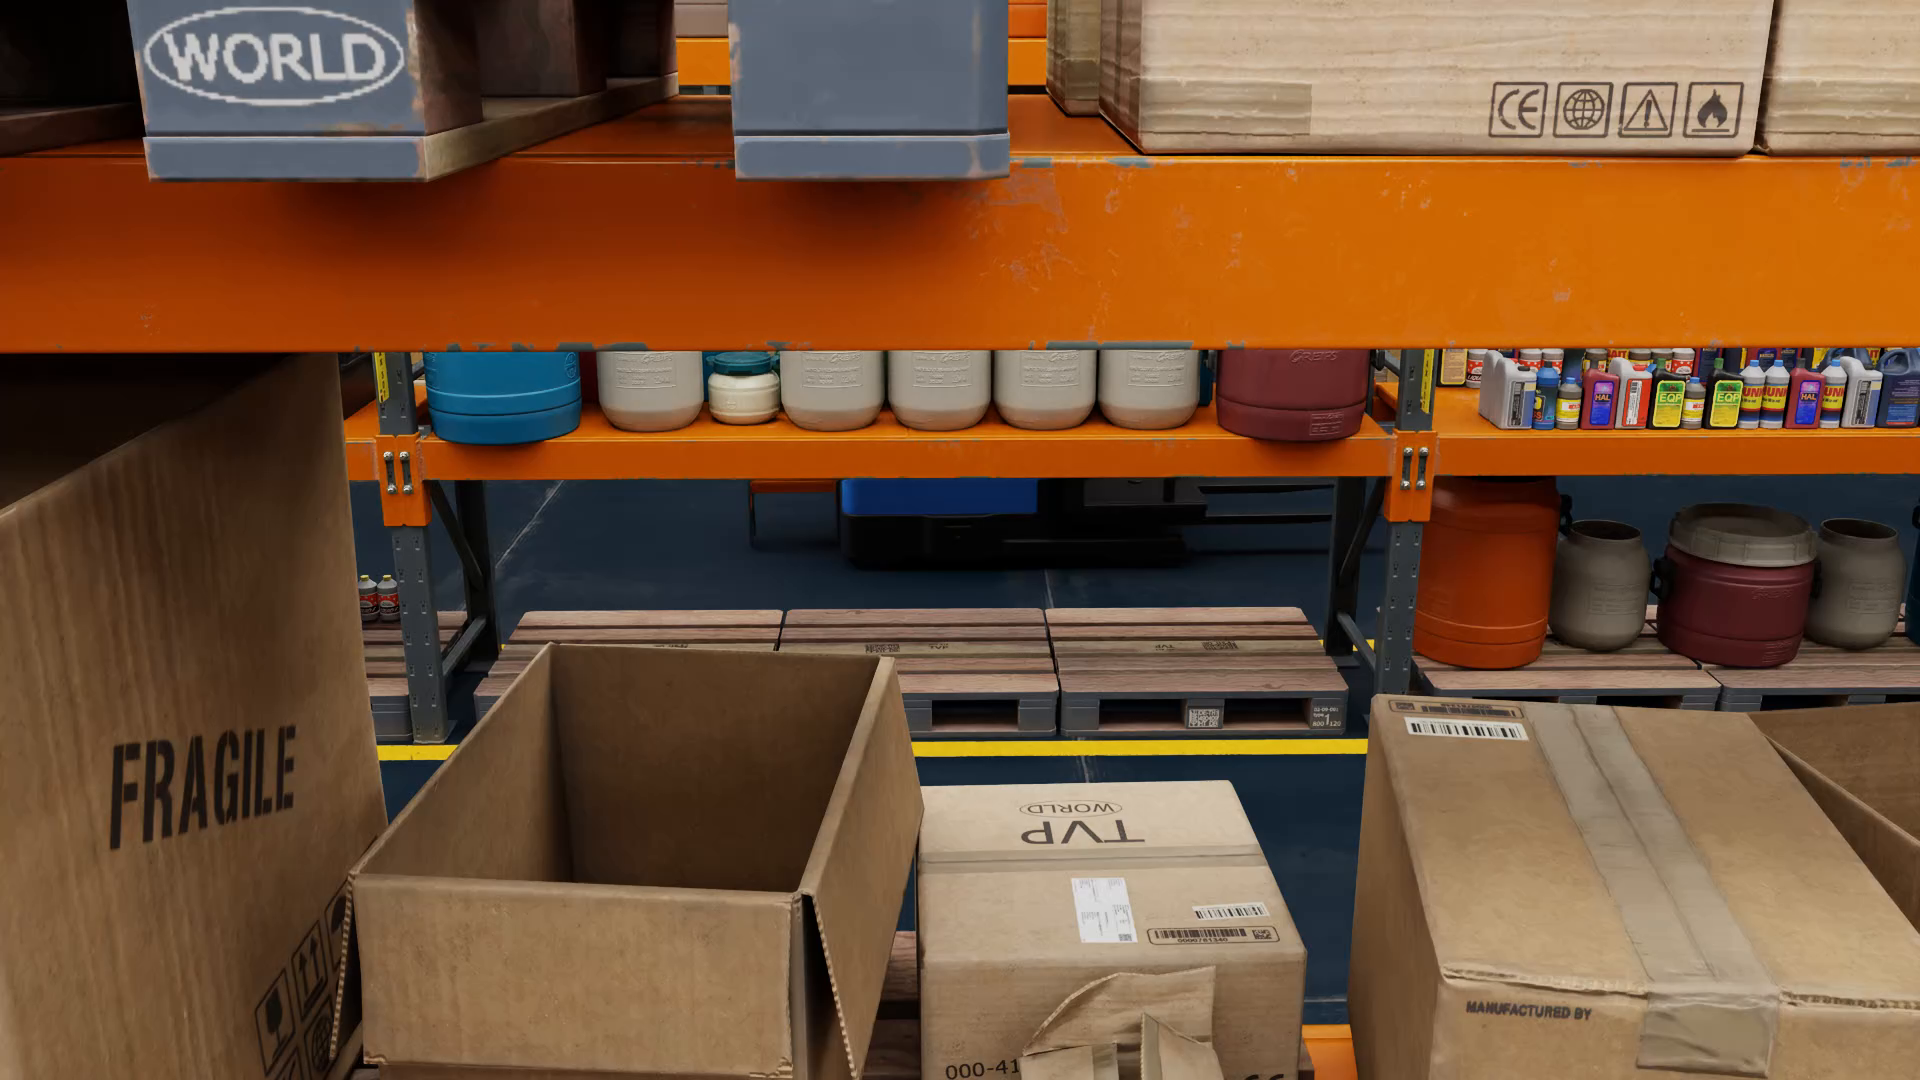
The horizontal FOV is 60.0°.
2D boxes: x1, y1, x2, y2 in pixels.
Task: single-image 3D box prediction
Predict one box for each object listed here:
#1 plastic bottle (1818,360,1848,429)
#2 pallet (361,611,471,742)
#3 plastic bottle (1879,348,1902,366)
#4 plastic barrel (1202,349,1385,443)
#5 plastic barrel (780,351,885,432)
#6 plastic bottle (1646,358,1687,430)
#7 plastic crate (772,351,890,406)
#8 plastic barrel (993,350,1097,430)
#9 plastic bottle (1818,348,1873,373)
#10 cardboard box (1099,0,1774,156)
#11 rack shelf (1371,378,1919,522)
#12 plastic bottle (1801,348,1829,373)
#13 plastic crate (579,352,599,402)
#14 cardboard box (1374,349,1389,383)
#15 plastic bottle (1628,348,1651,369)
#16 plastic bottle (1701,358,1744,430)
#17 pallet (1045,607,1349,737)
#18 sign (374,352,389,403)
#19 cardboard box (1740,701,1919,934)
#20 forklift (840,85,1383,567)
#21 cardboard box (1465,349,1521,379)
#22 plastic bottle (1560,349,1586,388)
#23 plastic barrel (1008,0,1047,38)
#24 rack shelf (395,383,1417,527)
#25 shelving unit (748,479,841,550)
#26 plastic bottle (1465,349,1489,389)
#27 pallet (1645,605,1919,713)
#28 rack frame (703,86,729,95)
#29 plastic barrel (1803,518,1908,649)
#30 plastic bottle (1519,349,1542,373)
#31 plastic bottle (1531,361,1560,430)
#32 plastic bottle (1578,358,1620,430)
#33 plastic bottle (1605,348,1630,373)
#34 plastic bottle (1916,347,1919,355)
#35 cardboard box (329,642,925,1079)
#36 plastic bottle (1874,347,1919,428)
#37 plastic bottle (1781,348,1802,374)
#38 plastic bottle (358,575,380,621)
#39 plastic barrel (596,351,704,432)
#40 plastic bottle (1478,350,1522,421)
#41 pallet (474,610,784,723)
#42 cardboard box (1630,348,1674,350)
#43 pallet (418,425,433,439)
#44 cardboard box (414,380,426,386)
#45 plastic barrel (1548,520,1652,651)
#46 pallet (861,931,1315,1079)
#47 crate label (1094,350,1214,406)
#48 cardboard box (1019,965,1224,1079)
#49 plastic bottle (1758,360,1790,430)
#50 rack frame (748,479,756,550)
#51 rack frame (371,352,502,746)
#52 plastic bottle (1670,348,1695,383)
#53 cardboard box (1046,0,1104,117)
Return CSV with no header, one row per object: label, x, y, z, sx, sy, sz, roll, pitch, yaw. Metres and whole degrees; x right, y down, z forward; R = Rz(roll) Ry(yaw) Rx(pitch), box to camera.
plastic bottle,3.499,-0.588,6.681,0.097,0.271,0.097,0,18,0
pallet,-2.882,0.589,7.365,1.213,0.211,1.003,0,18,-1
plastic bottle,4.163,-0.817,7.387,0.135,0.276,0.152,0,18,-1
plastic barrel,1.331,-0.718,6.653,0.708,0.536,0.600,0,18,-1
plastic barrel,-0.516,-0.735,6.705,0.433,0.535,0.433,0,18,0
plastic bottle,2.825,-0.585,6.652,0.133,0.283,0.061,0,18,-1
plastic crate,-0.473,-0.723,7.237,0.662,0.188,0.450,0,18,-1
plastic barrel,0.344,-0.729,6.727,0.421,0.512,0.421,0,18,0
plastic bottle,3.637,-0.680,6.838,0.185,0.351,0.144,0,18,-1
cardboard box,0.399,-0.507,1.553,0.500,0.250,0.500,0,18,1
rack shelf,3.790,-0.415,7.109,4.000,0.370,1.077,0,18,-1
plastic bottle,3.809,-0.852,7.374,0.185,0.351,0.144,0,18,-1
plastic crate,-1.730,-0.855,7.198,0.583,0.464,0.402,0,18,-1
cardboard box,2.699,-1.200,11.748,0.500,0.500,0.500,-1,18,-3
plastic bottle,3.021,-0.784,7.407,0.097,0.201,0.097,0,18,0
plastic bottle,3.056,-0.586,6.655,0.133,0.283,0.061,0,18,-1
pallet,1.015,0.571,7.421,1.213,0.211,1.003,0,18,-1
sign,-2.212,-0.693,6.343,0.005,0.325,0.100,0,18,-1
cardboard box,1.329,0.532,2.128,0.500,0.500,0.500,-2,18,-8
forklift,0.842,-1.409,9.140,3.031,2.935,1.130,-1,18,-3
cardboard box,3.722,-1.204,11.764,0.500,0.500,0.500,-1,18,-3
plastic bottle,2.729,-0.816,7.392,0.097,0.271,0.097,0,18,0
plastic barrel,0.312,-2.440,6.630,0.708,0.830,0.600,0,18,-1
rack shelf,-0.210,-0.396,7.049,4.000,0.370,1.077,0,18,-1
shelving unit,-0.935,-0.554,9.310,0.503,1.200,0.258,-1,18,-3
plastic bottle,2.304,-0.781,7.396,0.097,0.201,0.097,0,18,0
pallet,3.795,0.558,7.463,1.213,0.211,1.003,0,18,-1
rack frame,-2.366,-3.755,16.342,0.127,3.000,1.000,0,18,-1
plastic barrel,3.971,0.193,7.419,0.421,0.512,0.421,0,18,0
plastic bottle,2.534,-0.782,7.400,0.097,0.201,0.097,0,18,0
plastic bottle,2.344,-0.583,6.664,0.097,0.271,0.097,0,18,0
plastic bottle,2.557,-0.584,6.648,0.133,0.283,0.061,0,18,-1
plastic bottle,2.924,-0.817,7.395,0.097,0.271,0.097,0,18,0
plastic bottle,4.184,-0.744,7.280,0.097,0.201,0.097,0,18,0
cardboard box,-0.399,0.498,2.228,0.637,0.503,0.797,2,18,5
plastic bottle,3.774,-0.634,6.695,0.185,0.351,0.144,0,18,-1
plastic bottle,3.650,-0.813,7.364,0.133,0.283,0.061,0,18,-1
plastic bottle,-2.738,0.263,7.679,0.097,0.201,0.097,0,18,0
plastic barrel,-1.249,-0.731,6.694,0.433,0.535,0.433,0,18,0
plastic bottle,2.225,-0.639,6.832,0.135,0.276,0.152,0,18,-1
pallet,-1.425,0.583,7.384,1.213,0.211,1.003,0,18,-1
cardboard box,4.732,-1.210,11.781,0.500,0.500,0.500,0,18,-1
pallet,-4.303,-0.916,12.058,1.213,0.211,1.003,0,18,-1
cardboard box,-3.744,-1.057,11.747,0.500,0.250,0.500,0,18,-1
plastic barrel,2.842,0.199,7.403,0.421,0.512,0.421,0,18,0
pallet,-0.110,0.878,2.214,1.213,0.211,1.003,0,18,-1
crate label,0.792,-0.843,7.207,0.616,0.435,0.502,0,18,-1
cardboard box,0.205,0.719,1.928,0.258,0.266,0.396,-1,18,-2
plastic bottle,3.268,-0.587,6.677,0.097,0.271,0.097,0,18,0
rack frame,-1.178,-0.550,9.298,0.015,1.200,0.240,-1,18,-3
rack frame,-2.209,-0.729,6.909,0.127,3.000,1.000,0,18,-1
plastic bottle,3.216,-0.785,7.410,0.097,0.201,0.097,0,18,0
cardboard box,0.367,-0.660,2.030,0.500,0.250,0.500,0,18,0
